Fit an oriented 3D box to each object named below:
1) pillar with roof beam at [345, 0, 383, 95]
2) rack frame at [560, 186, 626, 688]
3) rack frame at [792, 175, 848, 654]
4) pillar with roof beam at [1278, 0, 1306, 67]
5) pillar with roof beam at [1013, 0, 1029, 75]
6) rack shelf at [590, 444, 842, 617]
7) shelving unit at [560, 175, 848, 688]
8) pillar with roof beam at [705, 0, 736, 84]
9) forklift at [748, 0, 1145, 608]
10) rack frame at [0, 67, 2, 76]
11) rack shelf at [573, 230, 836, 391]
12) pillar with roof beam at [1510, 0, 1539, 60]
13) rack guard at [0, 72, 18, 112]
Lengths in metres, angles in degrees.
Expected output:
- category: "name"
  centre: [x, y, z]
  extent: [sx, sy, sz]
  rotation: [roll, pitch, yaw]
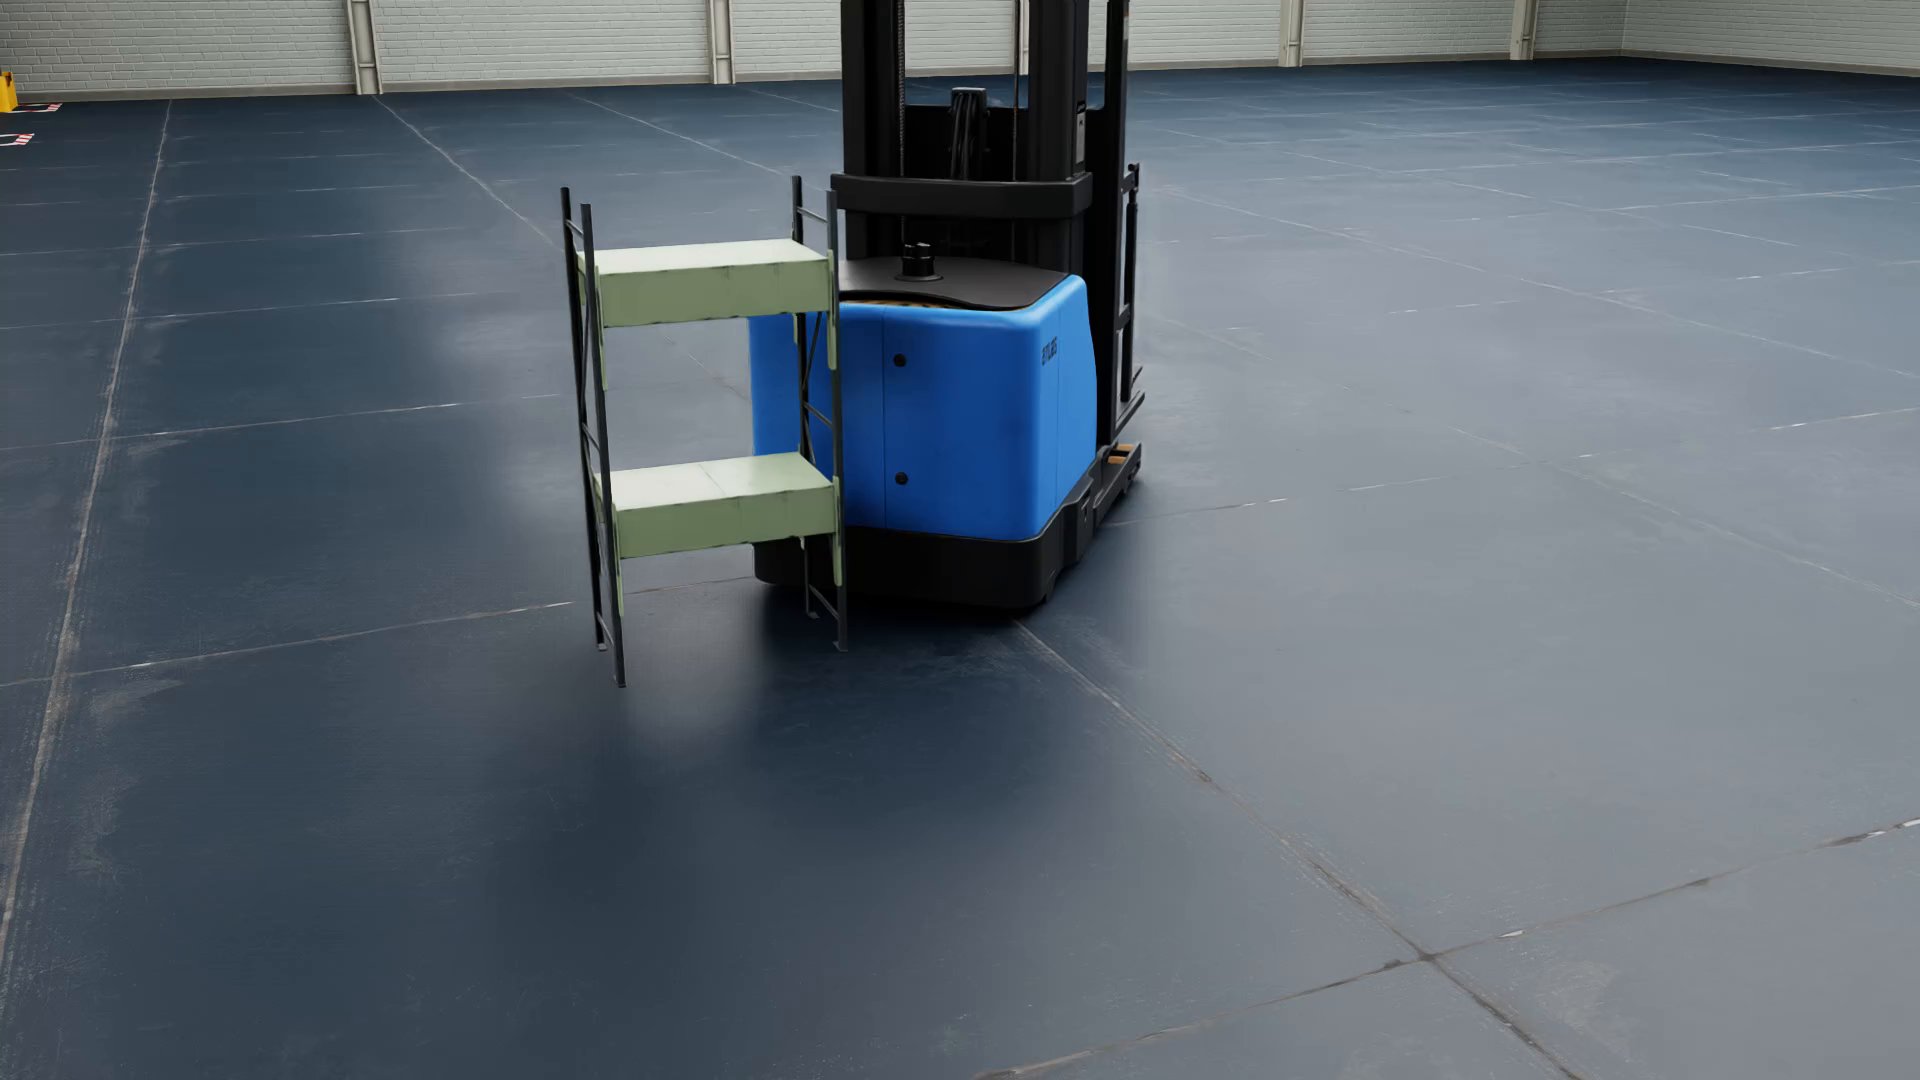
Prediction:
- category: "pillar with roof beam"
  centre: [-8.046, -10.305, 22.239]
  extent: [0.400, 9.000, 9.100]
  rotation: [-8, 21, -22]
- category: "rack frame"
  centre: [-1.132, -0.306, 5.133]
  extent: [0.023, 1.500, 0.400]
  rotation: [-8, 21, -21]
- category: "rack frame"
  centre: [-0.452, -0.397, 5.390]
  extent: [0.023, 1.500, 0.400]
  rotation: [-8, 21, -21]
- category: "pillar with roof beam"
  centre: [8.481, -12.673, 28.964]
  extent: [0.400, 9.000, 9.100]
  rotation: [-8, 21, -22]
- category: "pillar with roof beam"
  centre: [2.972, -11.883, 26.723]
  extent: [0.400, 9.000, 9.100]
  rotation: [-8, 21, -22]
- category: "rack shelf"
  centre: [-0.792, -0.044, 5.370]
  extent: [0.720, 0.370, 0.431]
  rotation: [-8, 21, -21]
- category: "shelving unit"
  centre: [-0.792, -0.351, 5.261]
  extent: [0.755, 1.500, 0.431]
  rotation: [-8, 21, -21]
- category: "pillar with roof beam"
  centre: [-2.537, -11.094, 24.481]
  extent: [0.400, 9.000, 9.100]
  rotation: [-8, 21, -22]
- category: "forklift"
  centre: [0.164, -1.604, 6.665]
  extent: [1.130, 2.935, 3.031]
  rotation: [5, 20, 15]
- category: "rack frame"
  centre: [-14.264, -7.815, 24.202]
  extent: [0.127, 3.000, 1.000]
  rotation: [-8, 21, -22]
- category: "rack shelf"
  centre: [-0.792, -0.719, 5.132]
  extent: [0.720, 0.370, 0.431]
  rotation: [-8, 21, -21]
- category: "pillar with roof beam"
  centre: [13.991, -13.462, 31.206]
  extent: [0.400, 9.000, 9.100]
  rotation: [-8, 21, -22]
- category: "rack guard"
  centre: [-14.242, -6.639, 24.626]
  extent: [0.348, 0.500, 1.175]
  rotation: [-8, 21, -22]
